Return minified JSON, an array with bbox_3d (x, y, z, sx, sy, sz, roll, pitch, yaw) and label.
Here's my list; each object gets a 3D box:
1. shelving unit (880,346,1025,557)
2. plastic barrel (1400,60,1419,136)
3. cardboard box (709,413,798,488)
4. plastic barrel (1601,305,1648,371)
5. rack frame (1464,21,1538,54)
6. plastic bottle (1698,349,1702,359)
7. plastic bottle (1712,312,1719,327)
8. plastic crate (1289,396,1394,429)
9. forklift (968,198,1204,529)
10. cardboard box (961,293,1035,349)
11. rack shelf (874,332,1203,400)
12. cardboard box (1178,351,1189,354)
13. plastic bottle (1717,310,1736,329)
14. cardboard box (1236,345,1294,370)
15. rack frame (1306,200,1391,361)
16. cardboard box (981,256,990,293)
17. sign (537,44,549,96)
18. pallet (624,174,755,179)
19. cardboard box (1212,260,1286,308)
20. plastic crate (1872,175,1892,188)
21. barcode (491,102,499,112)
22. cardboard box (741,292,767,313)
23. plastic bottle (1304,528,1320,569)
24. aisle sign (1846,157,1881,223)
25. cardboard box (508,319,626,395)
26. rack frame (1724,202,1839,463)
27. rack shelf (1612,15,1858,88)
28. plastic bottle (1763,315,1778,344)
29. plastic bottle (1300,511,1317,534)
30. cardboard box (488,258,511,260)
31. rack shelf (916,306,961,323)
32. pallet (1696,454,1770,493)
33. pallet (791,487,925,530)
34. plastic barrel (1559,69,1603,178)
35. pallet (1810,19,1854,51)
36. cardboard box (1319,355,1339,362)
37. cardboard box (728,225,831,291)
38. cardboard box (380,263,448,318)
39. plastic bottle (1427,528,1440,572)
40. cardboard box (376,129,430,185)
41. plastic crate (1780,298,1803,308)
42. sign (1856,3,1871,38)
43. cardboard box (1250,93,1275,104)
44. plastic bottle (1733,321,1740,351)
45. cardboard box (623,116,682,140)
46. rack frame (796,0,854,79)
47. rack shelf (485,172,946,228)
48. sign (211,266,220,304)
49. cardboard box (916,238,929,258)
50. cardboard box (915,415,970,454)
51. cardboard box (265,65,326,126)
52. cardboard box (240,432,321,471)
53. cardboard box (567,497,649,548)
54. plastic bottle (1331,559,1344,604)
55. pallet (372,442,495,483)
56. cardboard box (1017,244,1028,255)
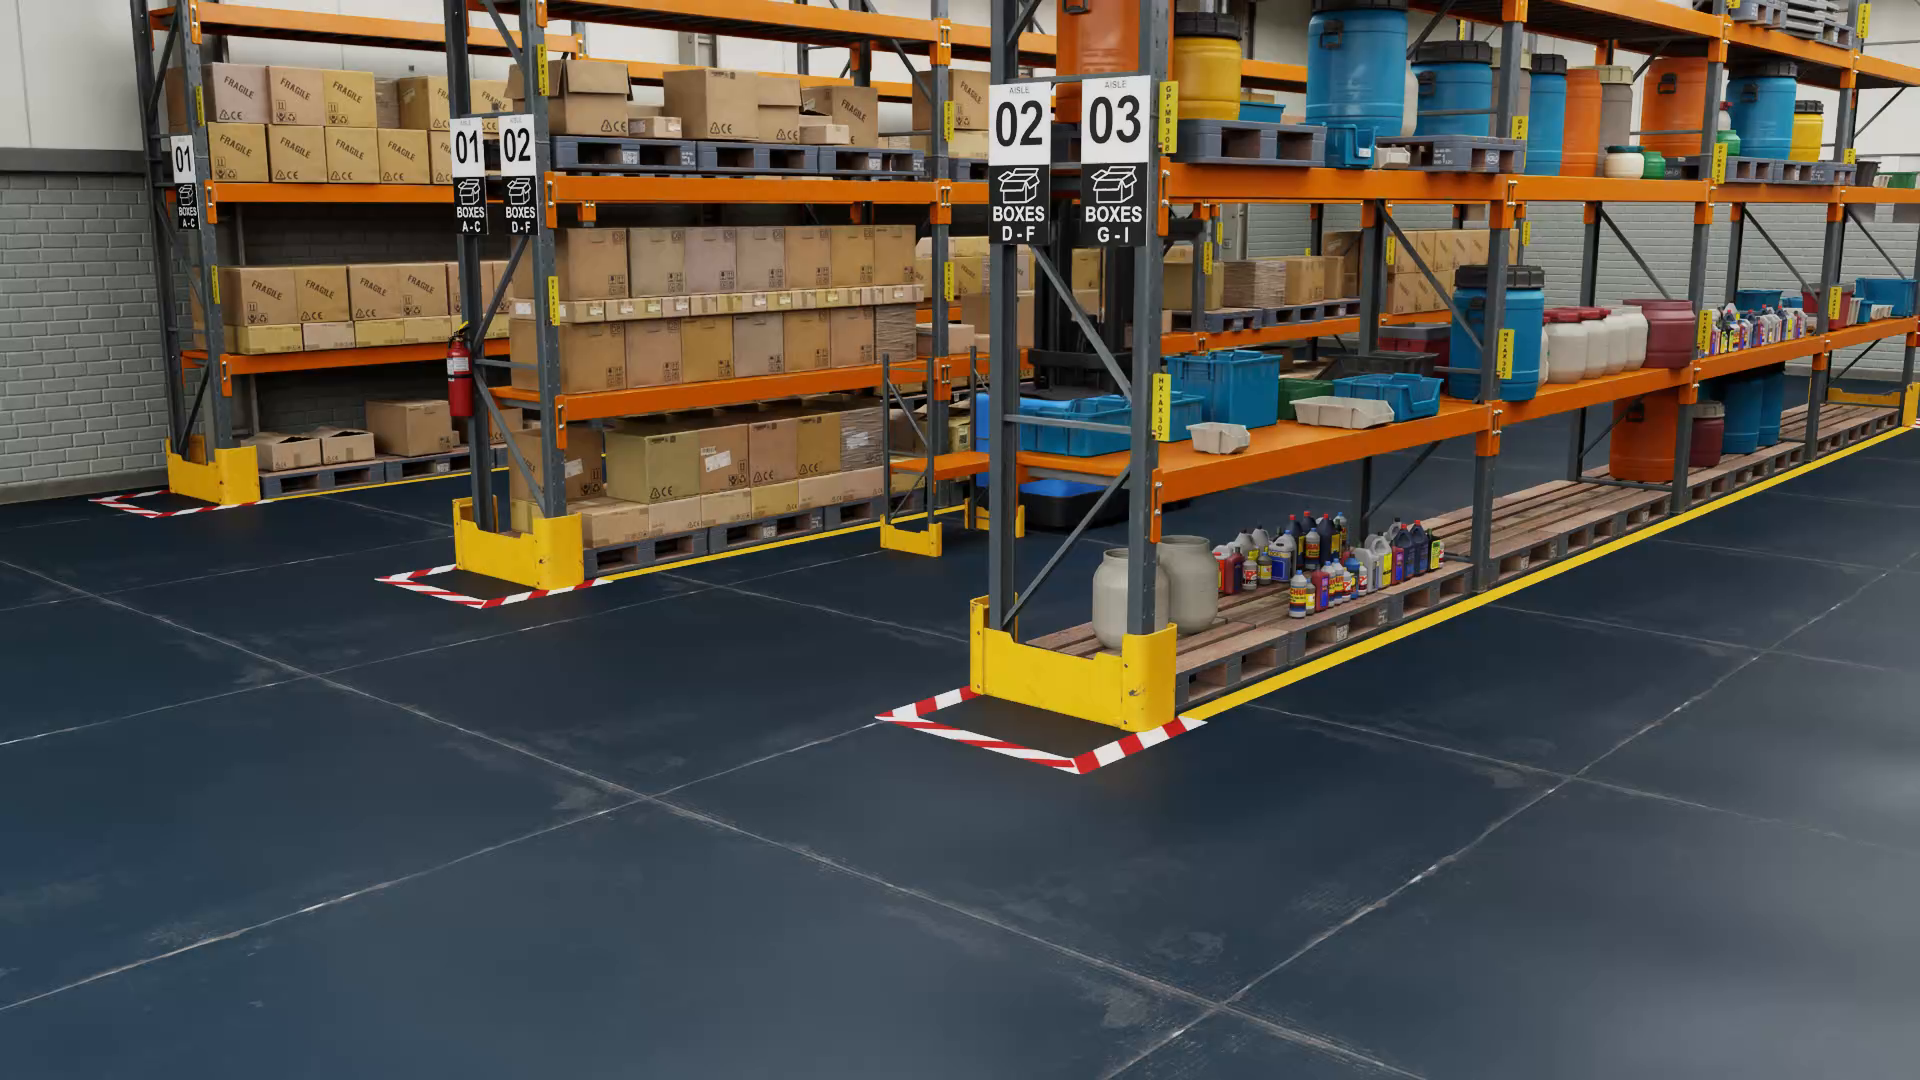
[{"bbox_3d":[-0.050,-0.724,13.008,0.587,1.500,1.083,10,15,40],"label":"shelving unit"},{"bbox_3d":[2.775,-2.864,10.874,0.421,0.512,0.421,0,11,0],"label":"plastic barrel"},{"bbox_3d":[-1.638,-0.718,13.182,0.500,0.500,0.500,10,15,40],"label":"cardboard box"},{"bbox_3d":[5.329,-1.634,13.449,0.421,0.512,0.421,0,11,0],"label":"plastic barrel"},{"bbox_3d":[7.410,-6.518,22.871,1.000,3.000,0.127,10,15,40],"label":"rack frame"},{"bbox_3d":[6.376,-1.719,14.478,0.152,0.276,0.135,10,15,40],"label":"plastic bottle"},{"bbox_3d":[7.399,-2.111,16.440,0.152,0.276,0.135,10,15,40],"label":"plastic bottle"},{"bbox_3d":[2.326,-0.769,10.076,0.530,0.136,0.437,10,15,40],"label":"plastic crate"},{"bbox_3d":[1.405,-1.755,14.516,1.130,2.935,3.031,9,15,40],"label":"forklift"},{"bbox_3d":[0.356,-2.048,15.553,0.500,0.500,0.500,-11,16,-43],"label":"cardboard box"},{"bbox_3d":[0.809,-1.752,16.163,1.077,0.370,4.000,10,15,40],"label":"rack shelf"},{"bbox_3d":[3.300,-3.080,26.286,0.700,0.500,0.500,10,15,40],"label":"cardboard box"},{"bbox_3d":[7.197,-1.983,15.607,0.144,0.351,0.185,10,15,40],"label":"plastic bottle"},{"bbox_3d":[3.607,-2.159,19.705,0.500,0.250,0.500,10,15,40],"label":"cardboard box"},{"bbox_3d":[4.770,-2.988,20.512,1.000,3.000,0.127,10,15,40],"label":"rack frame"},{"bbox_3d":[0.264,-3.583,22.425,0.500,0.500,0.500,10,15,40],"label":"cardboard box"},{"bbox_3d":[-2.739,-3.088,10.922,0.100,0.325,0.005,10,15,40],"label":"sign"},{"bbox_3d":[-3.065,-4.060,18.699,1.213,0.211,1.003,10,15,40],"label":"pallet"},{"bbox_3d":[3.208,-2.871,18.602,0.500,0.500,0.700,-9,14,-37],"label":"cardboard box"},{"bbox_3d":[9.951,-3.941,18.299,0.437,0.136,0.530,10,15,40],"label":"plastic crate"},{"bbox_3d":[-3.315,-3.085,11.856,0.001,0.075,0.075,10,15,40],"label":"barcode"},{"bbox_3d":[-1.715,-1.845,12.881,0.380,0.149,0.250,10,15,41],"label":"cardboard box"},{"bbox_3d":[2.358,0.054,11.123,0.097,0.271,0.097,0,11,0],"label":"plastic bottle"},{"bbox_3d":[10.953,-4.259,20.240,0.394,0.787,0.004,10,15,40],"label":"aisle sign"},{"bbox_3d":[-2.834,-1.338,11.998,0.700,0.500,0.500,10,15,40],"label":"cardboard box"},{"bbox_3d":[8.488,-2.347,17.303,1.000,3.000,0.127,10,15,40],"label":"rack frame"},{"bbox_3d":[7.168,-4.446,15.352,1.077,0.370,4.000,10,15,40],"label":"rack shelf"},{"bbox_3d":[7.808,-2.039,16.076,0.152,0.276,0.135,10,15,40],"label":"plastic bottle"},{"bbox_3d":[2.363,-0.021,11.300,0.144,0.351,0.185,10,15,42],"label":"plastic bottle"},{"bbox_3d":[-4.702,-2.713,17.551,0.500,0.500,0.500,9,15,39],"label":"cardboard box"},{"bbox_3d":[-0.274,-2.981,22.313,1.077,0.370,4.000,10,15,40],"label":"rack shelf"},{"bbox_3d":[7.142,-0.691,16.132,1.003,0.211,1.213,10,15,40],"label":"pallet"},{"bbox_3d":[-1.067,-0.332,14.334,1.003,0.211,1.213,10,15,40],"label":"pallet"},{"bbox_3d":[4.711,-3.251,13.074,0.600,0.830,0.708,10,15,40],"label":"plastic barrel"},{"bbox_3d":[7.965,-4.874,16.144,1.003,0.211,1.213,10,15,40],"label":"pallet"},{"bbox_3d":[4.933,-2.098,21.317,0.500,0.500,0.500,10,15,40],"label":"cardboard box"},{"bbox_3d":[-1.463,-2.282,13.410,0.700,0.500,0.500,10,15,40],"label":"cardboard box"},{"bbox_3d":[-5.323,-2.422,16.095,0.500,0.500,0.500,10,15,42],"label":"cardboard box"},{"bbox_3d":[3.138,0.060,11.065,0.061,0.283,0.133,11,16,43],"label":"plastic bottle"},{"bbox_3d":[-5.408,-3.642,15.821,0.500,0.500,0.500,11,16,44],"label":"cardboard box"},{"bbox_3d":[9.651,-2.651,19.100,0.416,0.233,0.300,10,15,40],"label":"plastic crate"},{"bbox_3d":[8.900,-5.115,16.378,0.100,0.325,0.005,10,15,40],"label":"sign"},{"bbox_3d":[3.095,-4.623,18.233,0.500,0.500,0.500,10,15,40],"label":"cardboard box"},{"bbox_3d":[7.083,-1.867,15.227,0.097,0.271,0.097,0,11,0],"label":"plastic bottle"},{"bbox_3d":[-2.242,-2.995,12.101,0.380,0.149,0.250,10,15,40],"label":"cardboard box"},{"bbox_3d":[-1.594,-5.981,20.182,1.000,3.000,0.127,10,15,40],"label":"rack frame"},{"bbox_3d":[-1.831,-2.635,12.922,1.077,0.370,4.000,10,15,40],"label":"rack shelf"},{"bbox_3d":[-6.467,-2.217,14.441,0.100,0.325,0.005,10,15,40],"label":"sign"},{"bbox_3d":[-0.747,-3.724,21.219,0.500,0.250,0.500,9,15,40],"label":"cardboard box"},{"bbox_3d":[-0.051,-0.972,14.936,0.500,0.311,0.500,10,15,41],"label":"cardboard box"},{"bbox_3d":[-6.069,-3.975,14.936,0.500,0.500,0.500,10,15,40],"label":"cardboard box"},{"bbox_3d":[-6.351,-0.850,15.548,0.500,0.311,0.500,8,14,34],"label":"cardboard box"},{"bbox_3d":[-2.630,-0.130,12.152,0.500,0.250,0.500,10,15,40],"label":"cardboard box"},{"bbox_3d":[2.290,0.249,10.148,0.097,0.271,0.097,0,11,0],"label":"plastic bottle"},{"bbox_3d":[-5.457,-0.800,16.676,1.003,0.211,1.213,10,15,40],"label":"pallet"},{"bbox_3d":[0.585,-4.024,22.722,0.500,0.250,0.500,10,15,42],"label":"cardboard box"}]
